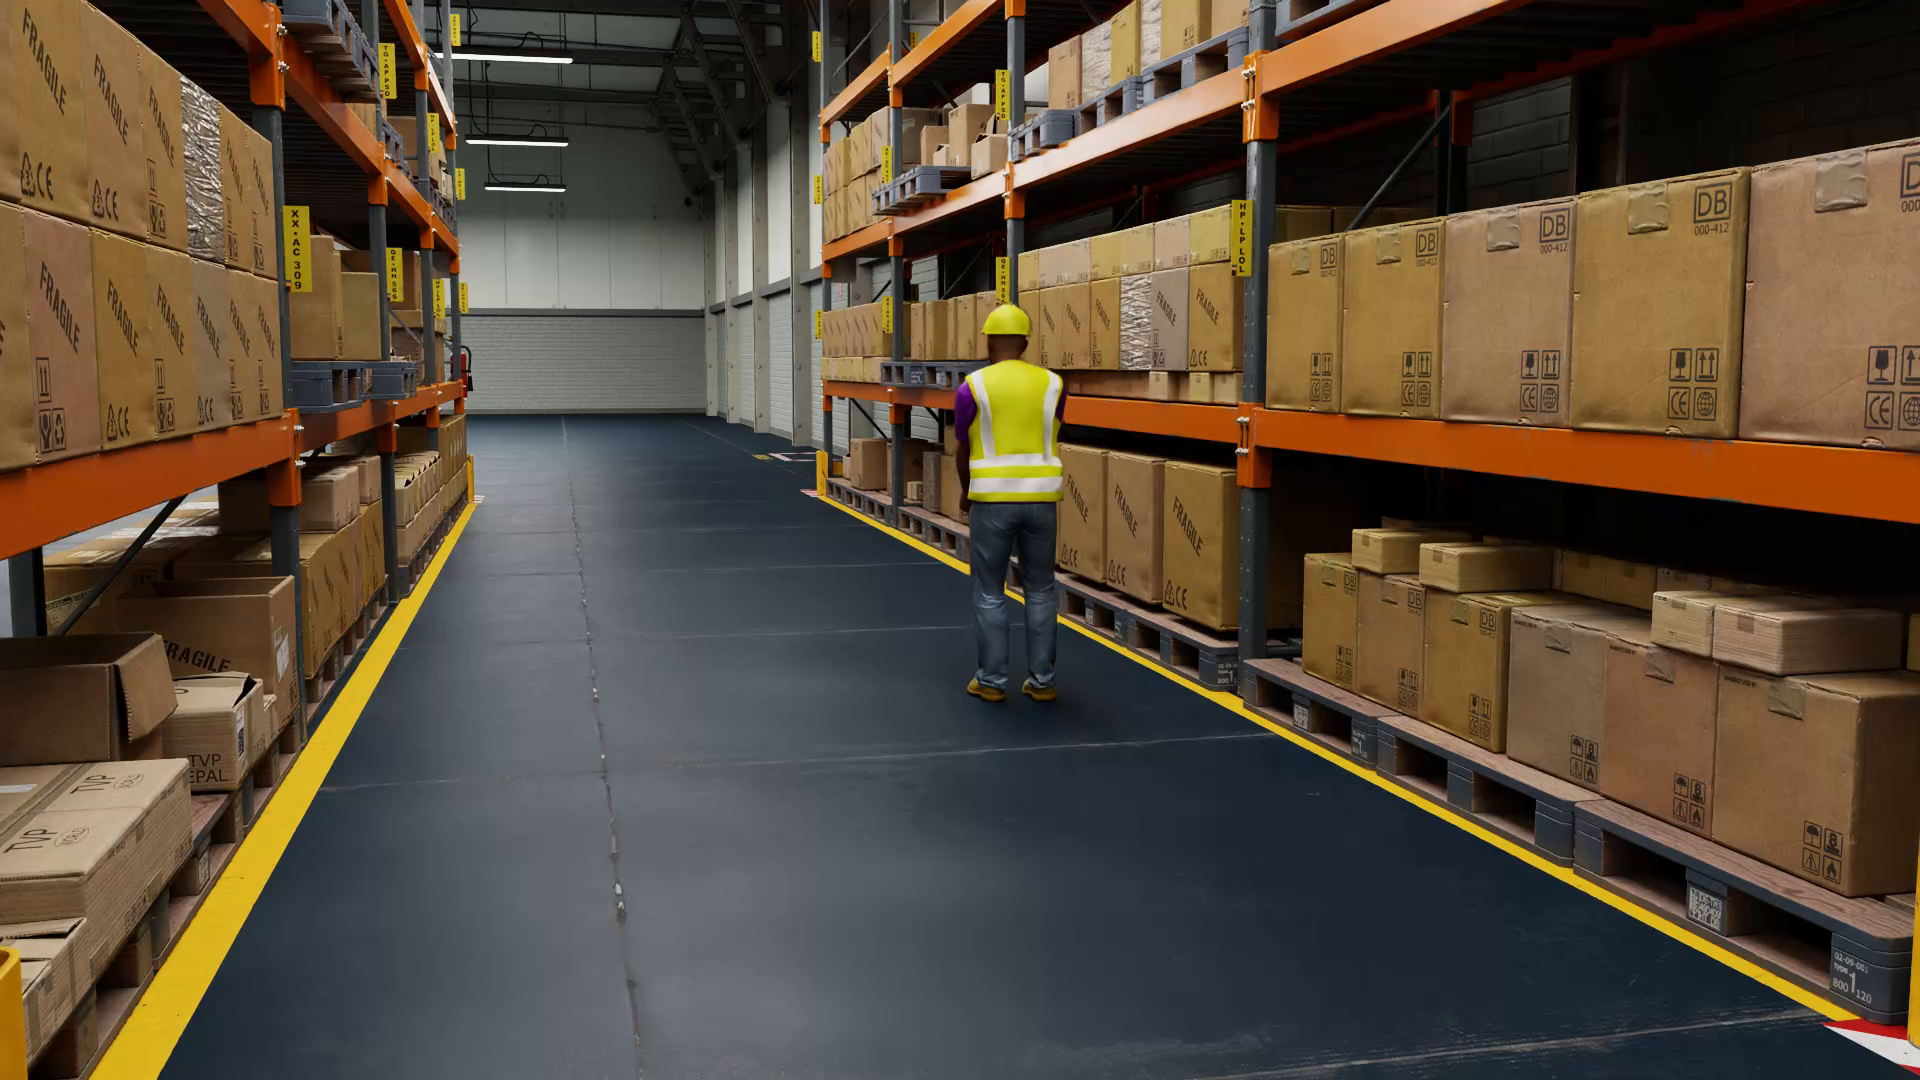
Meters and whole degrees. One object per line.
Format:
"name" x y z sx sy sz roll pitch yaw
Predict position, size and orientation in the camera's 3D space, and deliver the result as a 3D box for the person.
"person" 0.203 -0.170 7.477 0.504 1.758 0.581 -2 6 -14
